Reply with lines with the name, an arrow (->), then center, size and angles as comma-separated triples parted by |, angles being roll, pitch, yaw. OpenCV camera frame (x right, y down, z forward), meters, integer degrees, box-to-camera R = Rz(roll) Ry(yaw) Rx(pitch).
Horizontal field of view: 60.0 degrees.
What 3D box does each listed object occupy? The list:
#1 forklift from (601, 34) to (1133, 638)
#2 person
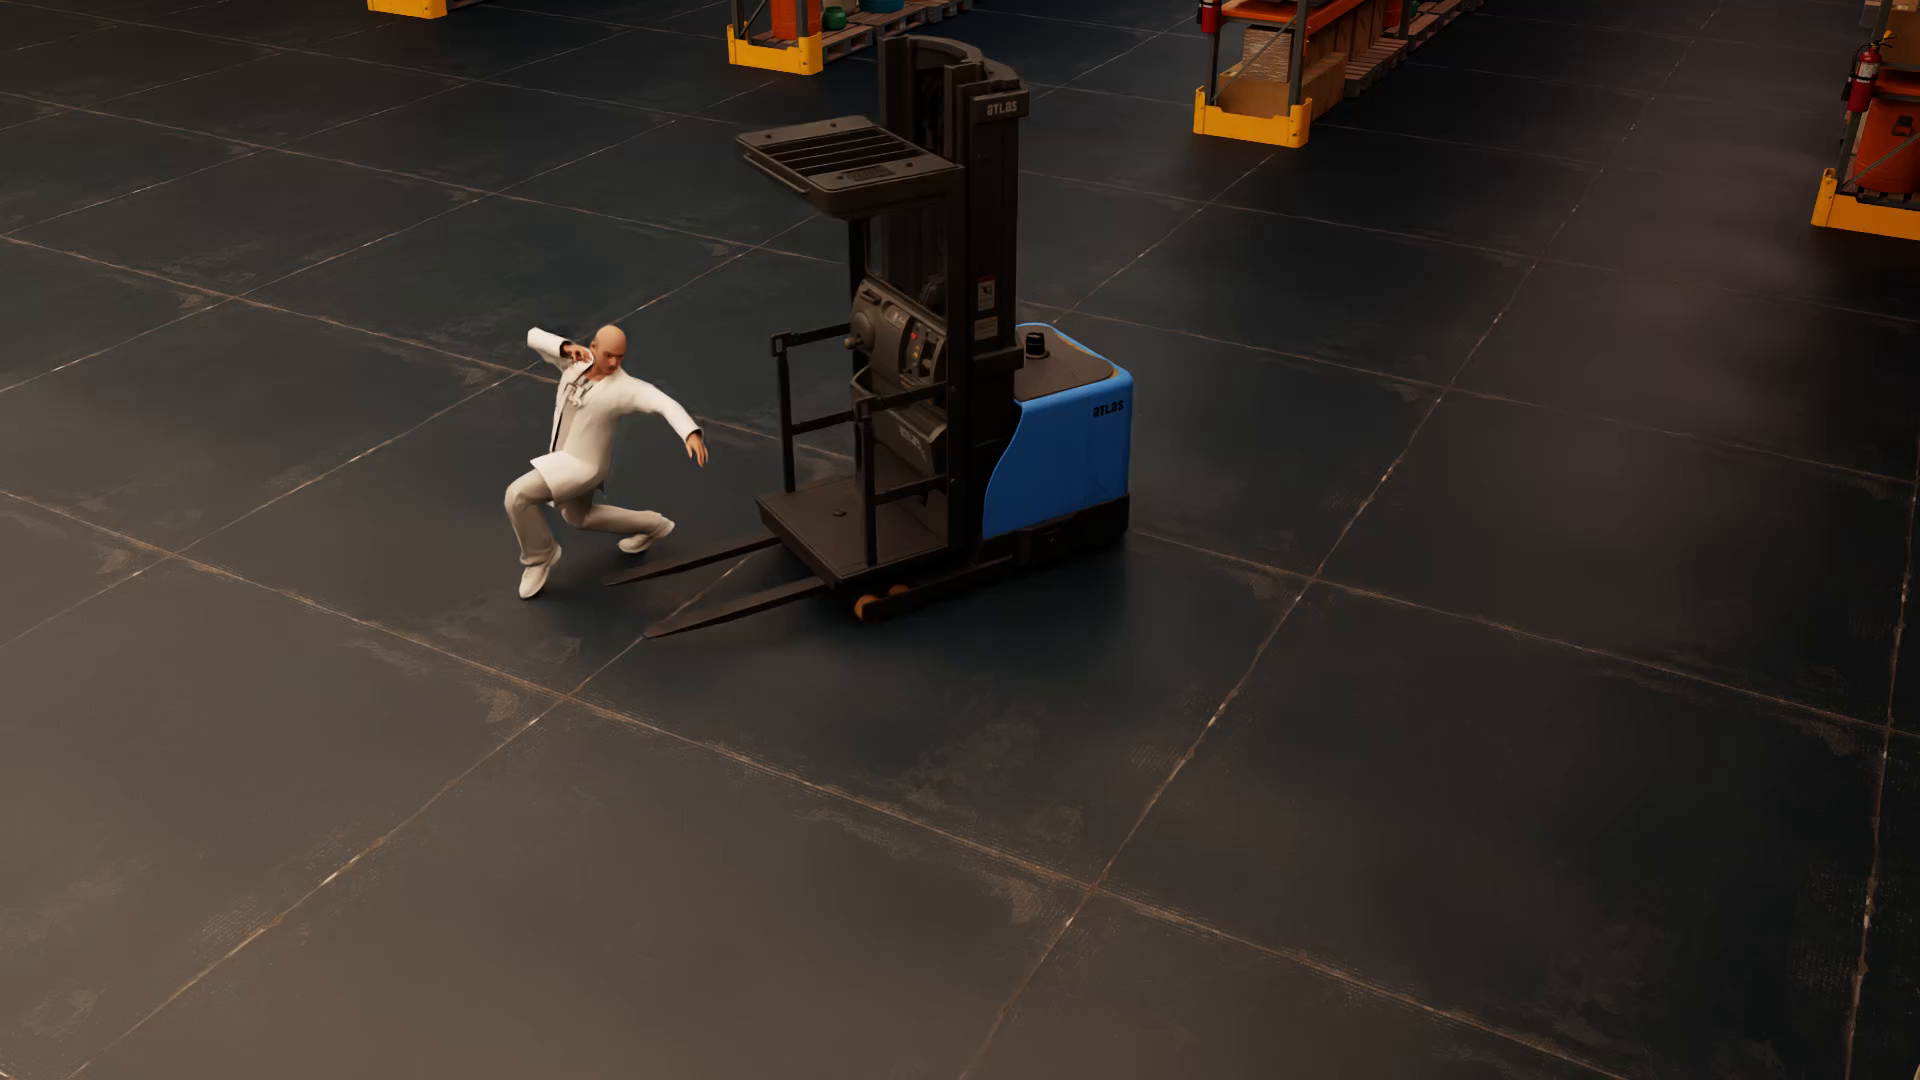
forklift -> -0.518, -1.105, 8.985 | 3.031, 2.935, 1.130 | -17, 34, -27
person -> -1.987, -0.386, 9.160 | 0.977, 1.500, 1.103 | -20, 36, -31
